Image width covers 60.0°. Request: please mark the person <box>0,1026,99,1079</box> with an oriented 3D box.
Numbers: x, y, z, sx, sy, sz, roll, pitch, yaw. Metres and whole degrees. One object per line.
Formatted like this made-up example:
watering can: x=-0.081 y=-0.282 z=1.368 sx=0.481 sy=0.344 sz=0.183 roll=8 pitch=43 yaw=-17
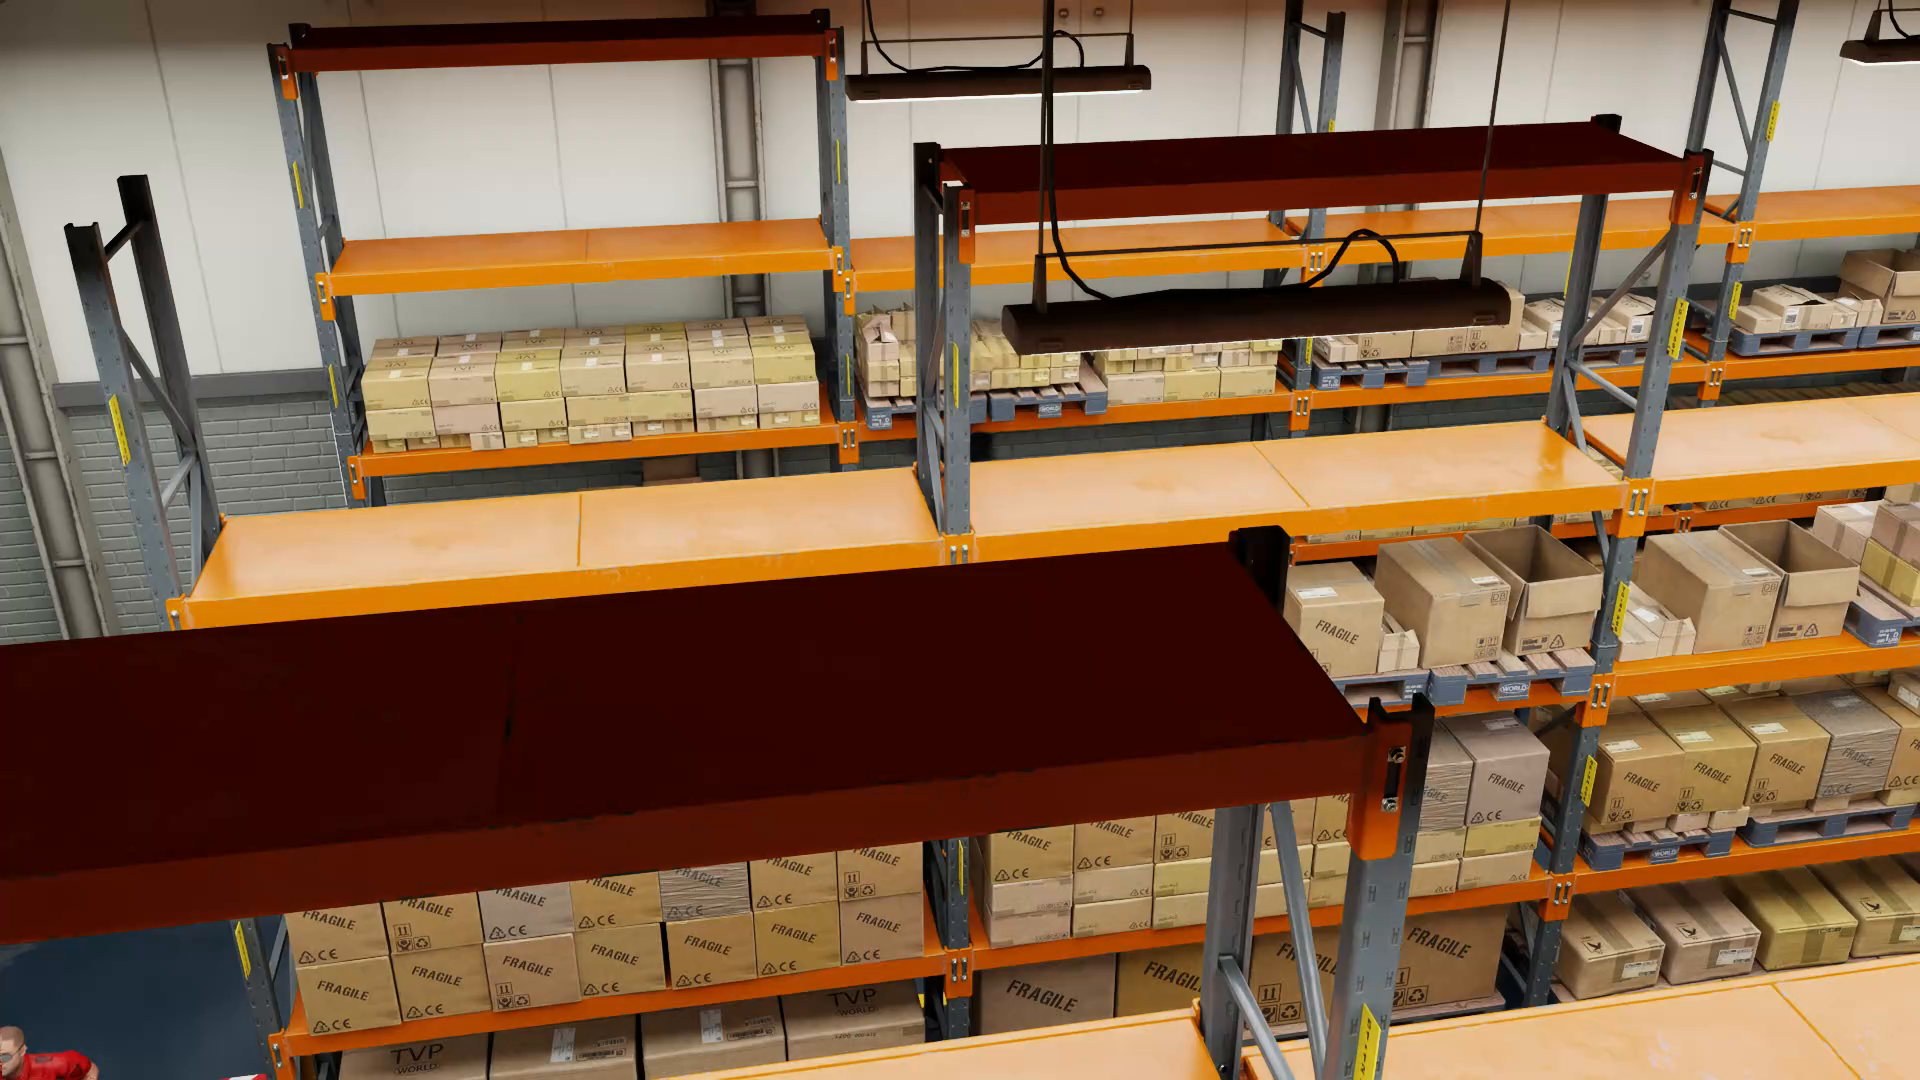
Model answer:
person: x=-5.160 y=3.432 z=9.289 sx=0.659 sy=1.775 sz=0.733 roll=-1 pitch=26 yaw=-2
